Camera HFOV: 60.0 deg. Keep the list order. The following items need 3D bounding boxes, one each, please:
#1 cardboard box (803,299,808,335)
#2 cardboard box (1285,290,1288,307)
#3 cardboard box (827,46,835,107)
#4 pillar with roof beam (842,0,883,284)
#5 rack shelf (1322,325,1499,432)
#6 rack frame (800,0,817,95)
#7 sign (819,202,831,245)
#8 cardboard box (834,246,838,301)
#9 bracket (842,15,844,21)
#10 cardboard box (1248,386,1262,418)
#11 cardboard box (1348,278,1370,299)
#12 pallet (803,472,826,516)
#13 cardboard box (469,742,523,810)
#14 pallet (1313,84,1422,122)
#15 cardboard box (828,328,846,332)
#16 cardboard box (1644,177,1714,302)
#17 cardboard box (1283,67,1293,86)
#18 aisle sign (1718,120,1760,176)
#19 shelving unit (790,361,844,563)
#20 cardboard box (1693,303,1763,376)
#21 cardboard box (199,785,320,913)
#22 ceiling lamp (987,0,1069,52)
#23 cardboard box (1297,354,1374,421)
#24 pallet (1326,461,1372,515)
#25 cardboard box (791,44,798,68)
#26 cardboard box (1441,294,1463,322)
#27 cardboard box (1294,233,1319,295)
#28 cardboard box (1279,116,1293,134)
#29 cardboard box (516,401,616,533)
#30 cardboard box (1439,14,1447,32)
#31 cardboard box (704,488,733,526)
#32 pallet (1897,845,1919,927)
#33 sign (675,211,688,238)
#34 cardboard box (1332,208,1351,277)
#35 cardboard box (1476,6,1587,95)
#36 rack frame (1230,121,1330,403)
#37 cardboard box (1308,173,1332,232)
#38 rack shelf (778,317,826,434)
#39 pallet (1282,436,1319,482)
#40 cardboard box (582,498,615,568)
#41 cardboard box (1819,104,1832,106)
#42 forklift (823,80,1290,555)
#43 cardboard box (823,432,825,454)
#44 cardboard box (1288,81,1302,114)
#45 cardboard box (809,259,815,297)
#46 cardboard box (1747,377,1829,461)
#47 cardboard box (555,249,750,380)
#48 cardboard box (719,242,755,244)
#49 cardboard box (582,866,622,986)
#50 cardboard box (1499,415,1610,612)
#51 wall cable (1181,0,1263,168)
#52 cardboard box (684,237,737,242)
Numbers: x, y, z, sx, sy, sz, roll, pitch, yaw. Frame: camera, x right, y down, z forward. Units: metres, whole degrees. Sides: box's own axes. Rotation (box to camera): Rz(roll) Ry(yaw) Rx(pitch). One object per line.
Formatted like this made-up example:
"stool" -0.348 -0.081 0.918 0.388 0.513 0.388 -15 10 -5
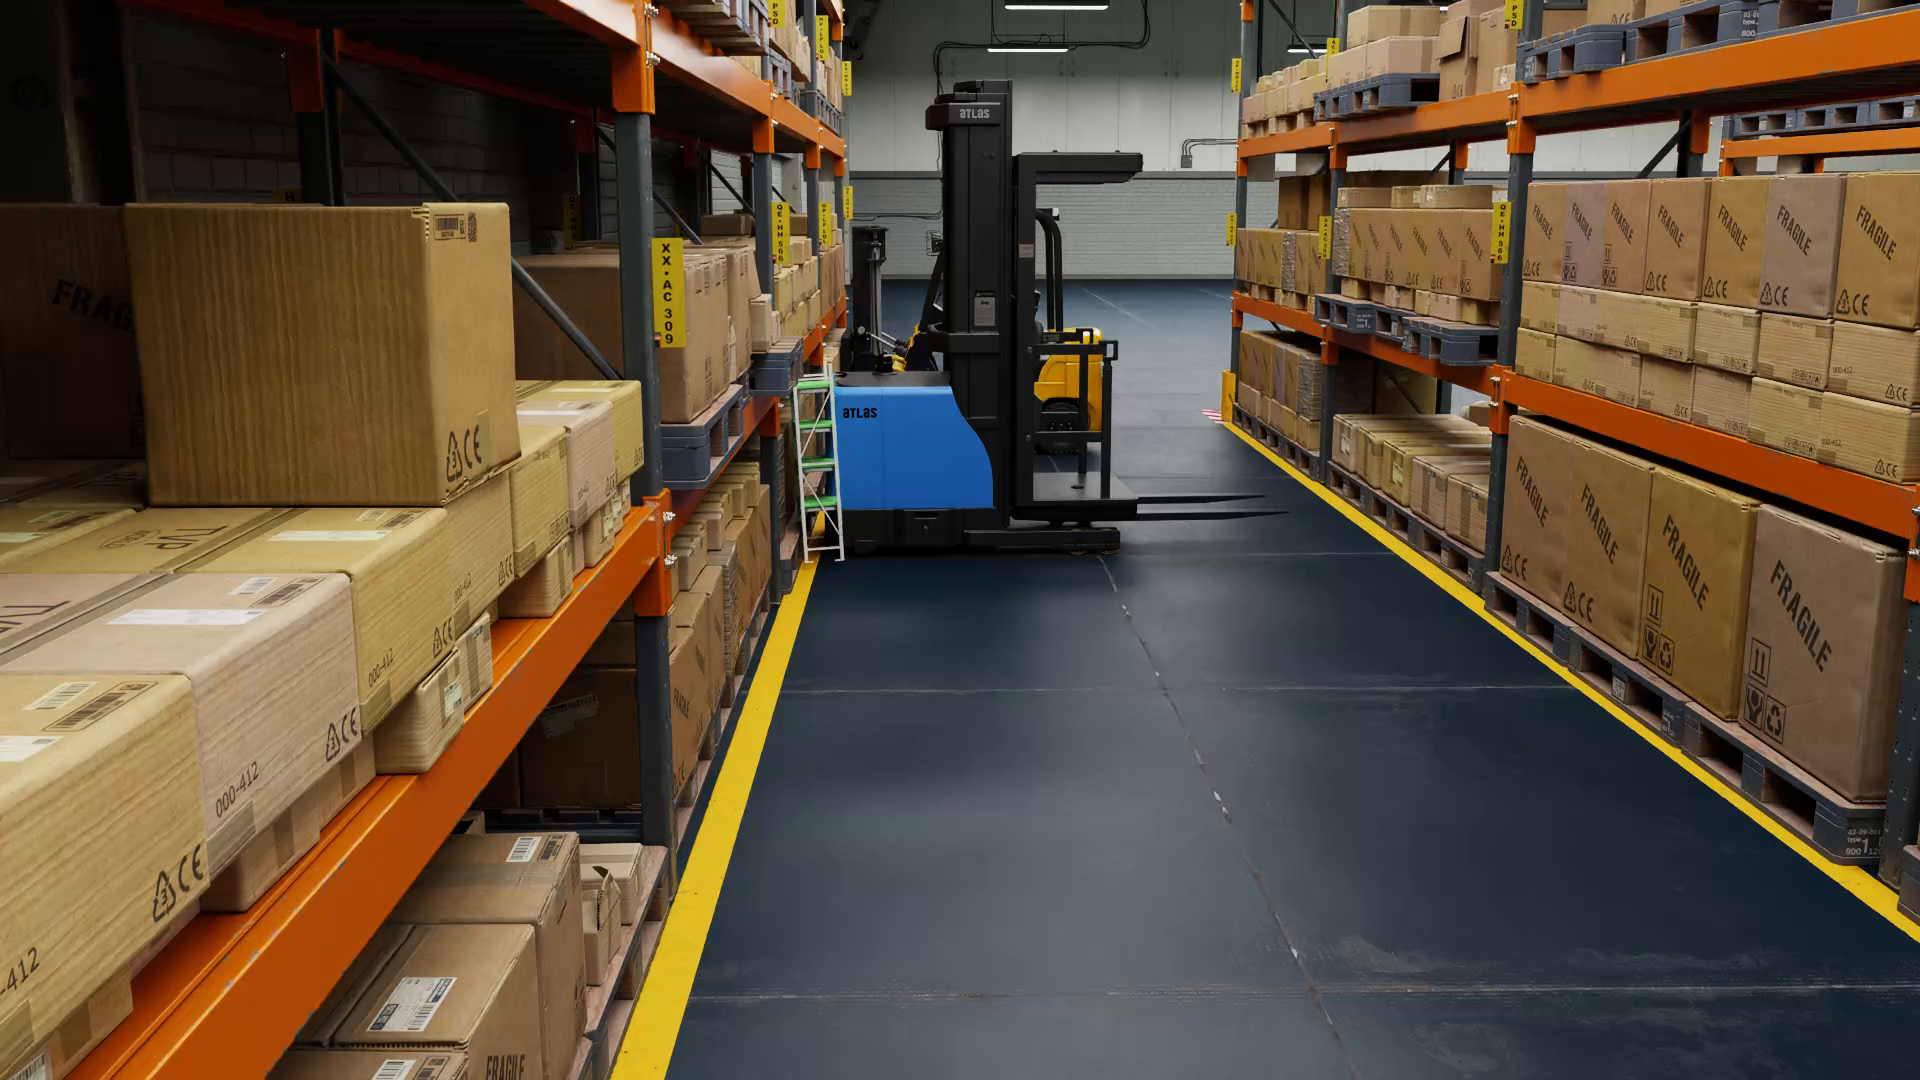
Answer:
"cardboard box" -1.318 -1.533 11.449 0.500 0.250 0.500 0 11 -1
"cardboard box" 3.066 -2.118 14.587 0.380 0.149 0.250 0 11 -2
"cardboard box" -1.495 -4.182 15.027 0.700 0.500 0.500 0 11 -1
"pillar with roof beam" 1.129 -11.479 45.006 9.100 9.000 0.548 0 11 -1
"rack shelf" 3.418 -1.175 11.118 1.077 0.370 4.000 0 11 -1
"rack frame" -1.586 -4.845 12.306 1.000 3.000 0.127 0 11 -1
"sign" -1.044 -2.437 12.815 0.100 0.325 0.005 0 11 -1
"cardboard box" -1.384 -2.447 15.324 0.500 0.500 0.500 0 11 -2
"bracket" -2.635 -11.439 35.759 0.076 0.066 4.783 0 11 -1
"cardboard box" 3.037 -1.316 15.861 0.500 0.250 0.500 0 11 1
"cardboard box" 3.068 -1.847 12.197 0.380 0.149 0.250 0 11 0
"pallet" -1.532 -0.392 12.458 1.003 0.211 1.213 0 11 -1
"cardboard box" -1.726 0.609 5.745 0.500 0.500 0.500 0 11 -1
"pallet" 3.283 -3.180 12.120 1.213 0.211 1.003 0 11 -1
"cardboard box" -1.347 -1.958 16.509 0.500 0.250 0.500 0 11 1
"cardboard box" 3.247 -1.269 7.002 0.500 0.500 0.500 0 11 0
"cardboard box" 3.024 -4.033 14.477 0.380 0.149 0.250 0 11 0
"aisle sign" 7.939 -4.048 16.930 0.394 0.787 0.004 0 11 -1
"shelving unit" -0.895 -0.494 10.325 0.258 1.200 0.503 -4 9 -8
"cardboard box" 3.255 -0.796 6.557 0.500 0.250 0.500 0 11 0
"cardboard box" -1.106 0.385 2.251 0.380 0.149 0.250 0 11 1
"ceiling lamp" 1.653 -13.573 40.649 2.000 3.185 0.800 0 11 -1
"cardboard box" 3.096 -1.268 13.738 0.500 0.500 0.500 0 11 -2
"pallet" 3.394 -0.404 12.521 1.003 0.211 1.213 0 11 -1
"cardboard box" -1.244 -3.136 10.750 0.380 0.149 0.250 0 11 -2
"cardboard box" 3.089 -1.380 9.894 0.380 0.149 0.250 0 11 -2
"cardboard box" 3.101 -2.310 13.901 0.500 0.500 0.500 0 11 1
"cardboard box" 3.053 -3.691 14.797 0.380 0.149 0.250 -1 11 -3
"cardboard box" -1.141 -0.187 4.064 0.500 0.250 0.500 0 11 -1
"cardboard box" 3.516 -3.658 12.066 0.500 0.250 0.500 0 11 0
"cardboard box" -1.282 -0.152 7.861 0.380 0.149 0.250 0 11 1
"pallet" 3.479 1.183 4.698 1.003 0.211 1.213 0 11 -1
"sign" -2.141 -2.365 12.795 0.100 0.325 0.005 0 11 -1
"cardboard box" 3.100 -2.232 12.460 0.500 0.500 0.500 0 11 0
"cardboard box" 3.450 -2.838 9.708 0.700 0.500 0.500 0 11 -1
"rack frame" 3.294 -2.721 16.926 1.000 3.000 0.127 0 11 -1
"cardboard box" 3.511 -3.004 14.805 0.700 0.500 0.500 0 11 -2
"rack shelf" -1.545 -1.154 11.014 1.077 0.370 4.000 0 11 -1
"pallet" 3.327 -0.692 13.941 1.003 0.211 1.213 0 11 -1
"cardboard box" -1.105 -0.026 4.272 0.380 0.149 0.250 0 11 0
"cardboard box" 7.959 -3.992 14.972 0.380 0.149 0.250 0 11 -1
"forklift" 0.621 -1.446 10.814 3.031 2.935 1.130 -1 12 -4
"cardboard box" -1.265 -0.860 13.614 0.500 0.250 0.500 0 11 -1
"cardboard box" 3.091 -3.756 14.116 0.500 0.250 0.500 0 11 -2
"cardboard box" -1.302 -1.877 11.888 0.500 0.250 0.500 -1 11 -3
"cardboard box" 3.271 -0.451 6.116 0.500 0.250 0.500 0 11 -2
"cardboard box" -1.234 -0.925 6.767 0.700 0.500 0.500 0 11 -1
"cardboard box" -1.355 -1.849 10.744 0.380 0.149 0.250 0 11 -1
"cardboard box" -1.108 1.000 4.404 0.396 0.266 0.258 0 11 1
"cardboard box" 3.390 -0.157 8.578 0.875 0.875 0.875 0 11 -2
"wall cable" 7.578 -13.755 47.671 2.305 6.003 0.169 0 11 -1
"cardboard box" -1.840 -2.147 12.215 0.380 0.149 0.250 -1 11 -3
